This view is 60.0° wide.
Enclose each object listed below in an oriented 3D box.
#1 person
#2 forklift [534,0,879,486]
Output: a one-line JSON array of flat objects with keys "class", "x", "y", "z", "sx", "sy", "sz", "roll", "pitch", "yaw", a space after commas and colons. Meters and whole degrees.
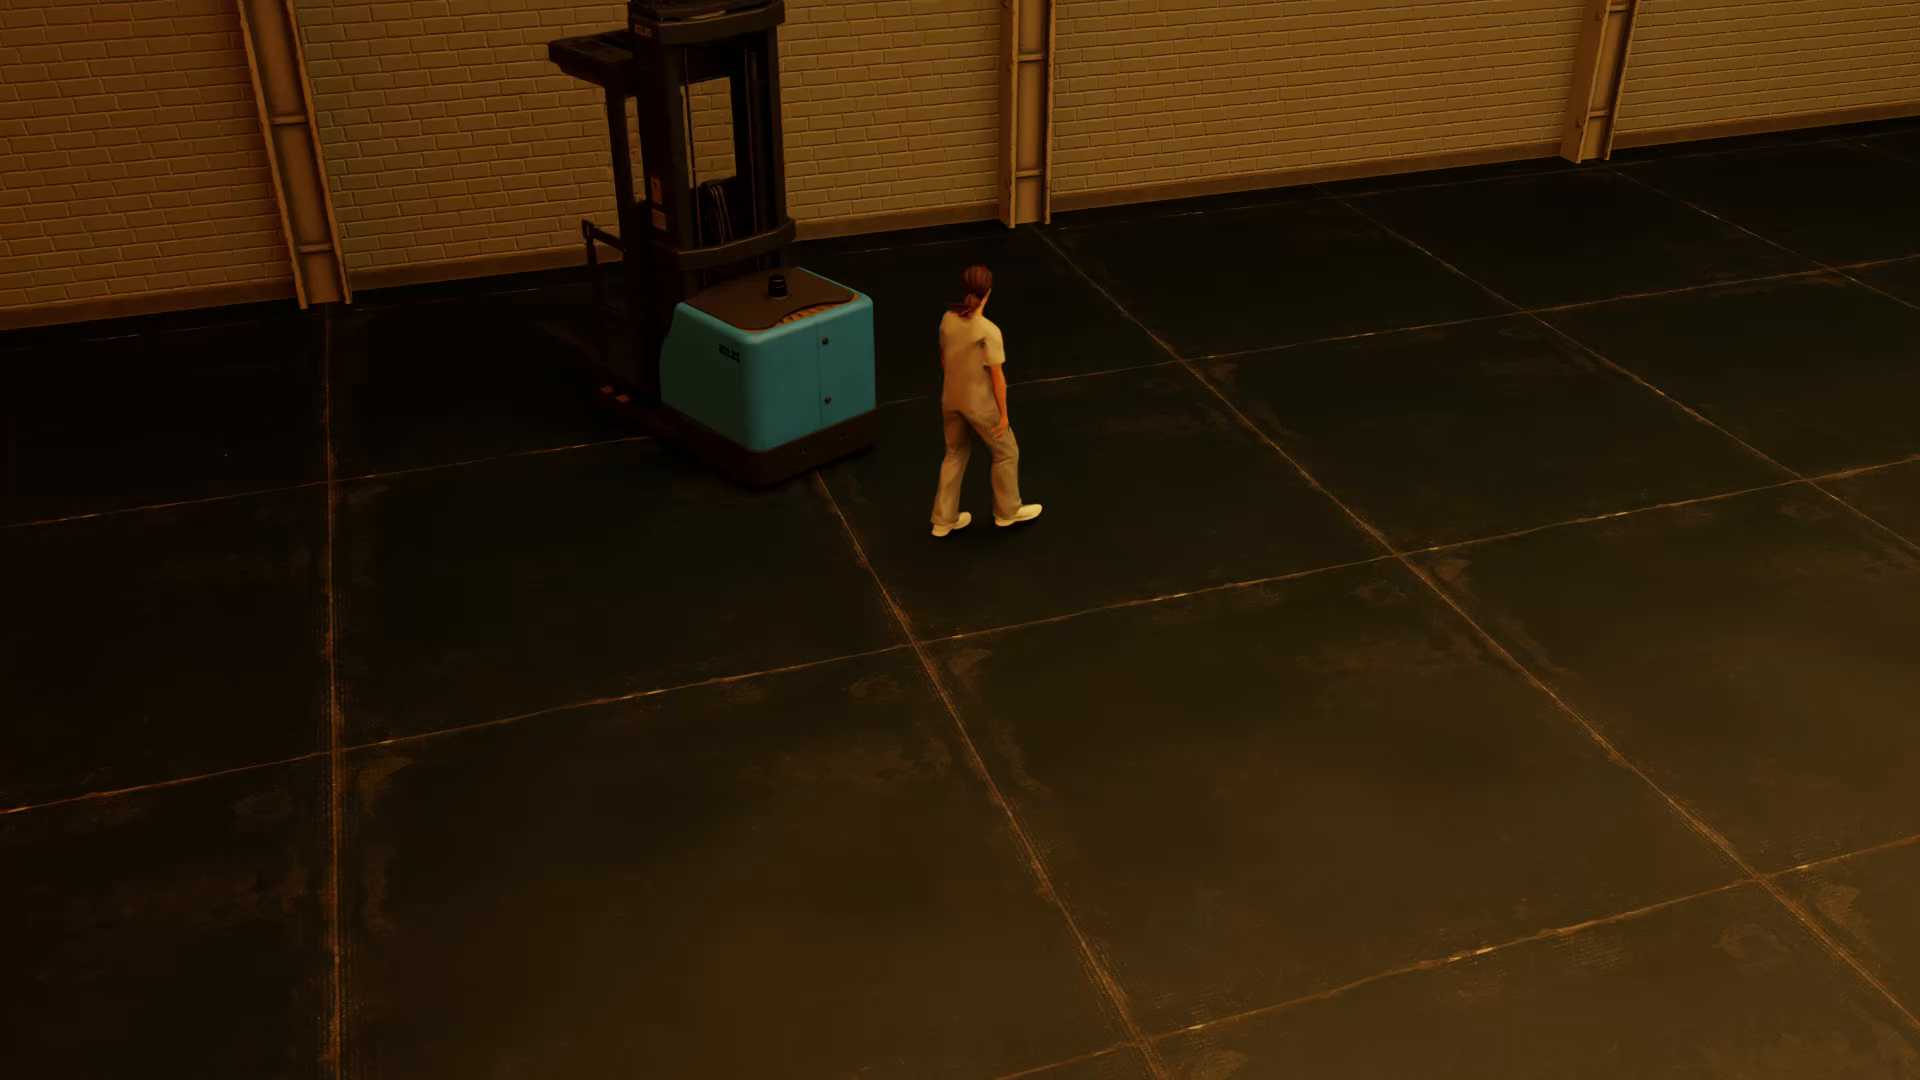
[{"class": "person", "x": 0.113, "y": -0.822, "z": 9.723, "sx": 0.571, "sy": 1.650, "sz": 0.628, "roll": 22, "pitch": 37, "yaw": 34}, {"class": "forklift", "x": -1.906, "y": -2.258, "z": 11.011, "sx": 1.130, "sy": 2.935, "sz": 3.031, "roll": -25, "pitch": 38, "yaw": -36}]
